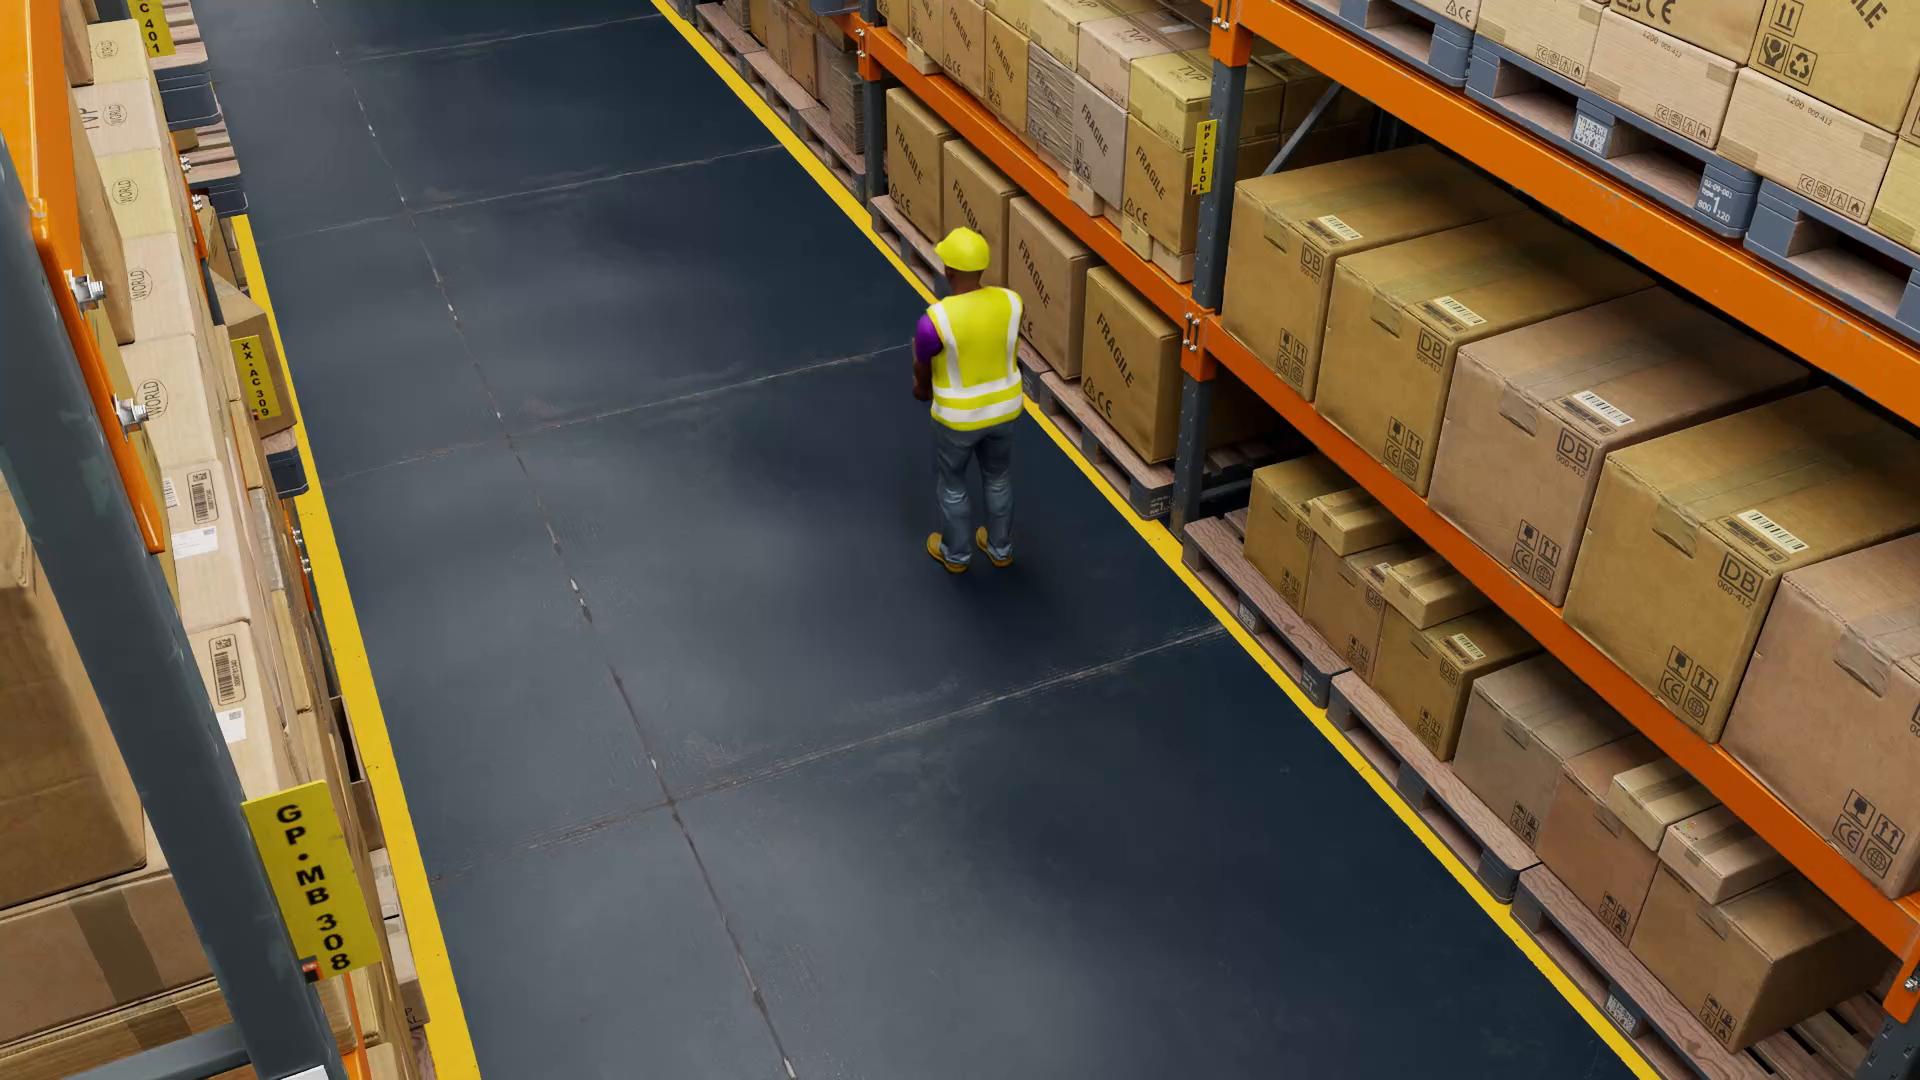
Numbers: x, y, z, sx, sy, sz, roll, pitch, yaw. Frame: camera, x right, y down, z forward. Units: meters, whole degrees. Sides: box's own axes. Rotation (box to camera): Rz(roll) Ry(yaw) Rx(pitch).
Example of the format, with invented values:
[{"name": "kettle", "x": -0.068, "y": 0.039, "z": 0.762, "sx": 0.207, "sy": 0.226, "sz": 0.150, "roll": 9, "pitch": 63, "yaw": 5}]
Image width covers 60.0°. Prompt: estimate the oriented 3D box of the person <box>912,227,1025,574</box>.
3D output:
[{"name": "person", "x": 0.010, "y": -0.648, "z": 7.700, "sx": 0.504, "sy": 1.758, "sz": 0.581, "roll": -16, "pitch": 40, "yaw": -20}]
